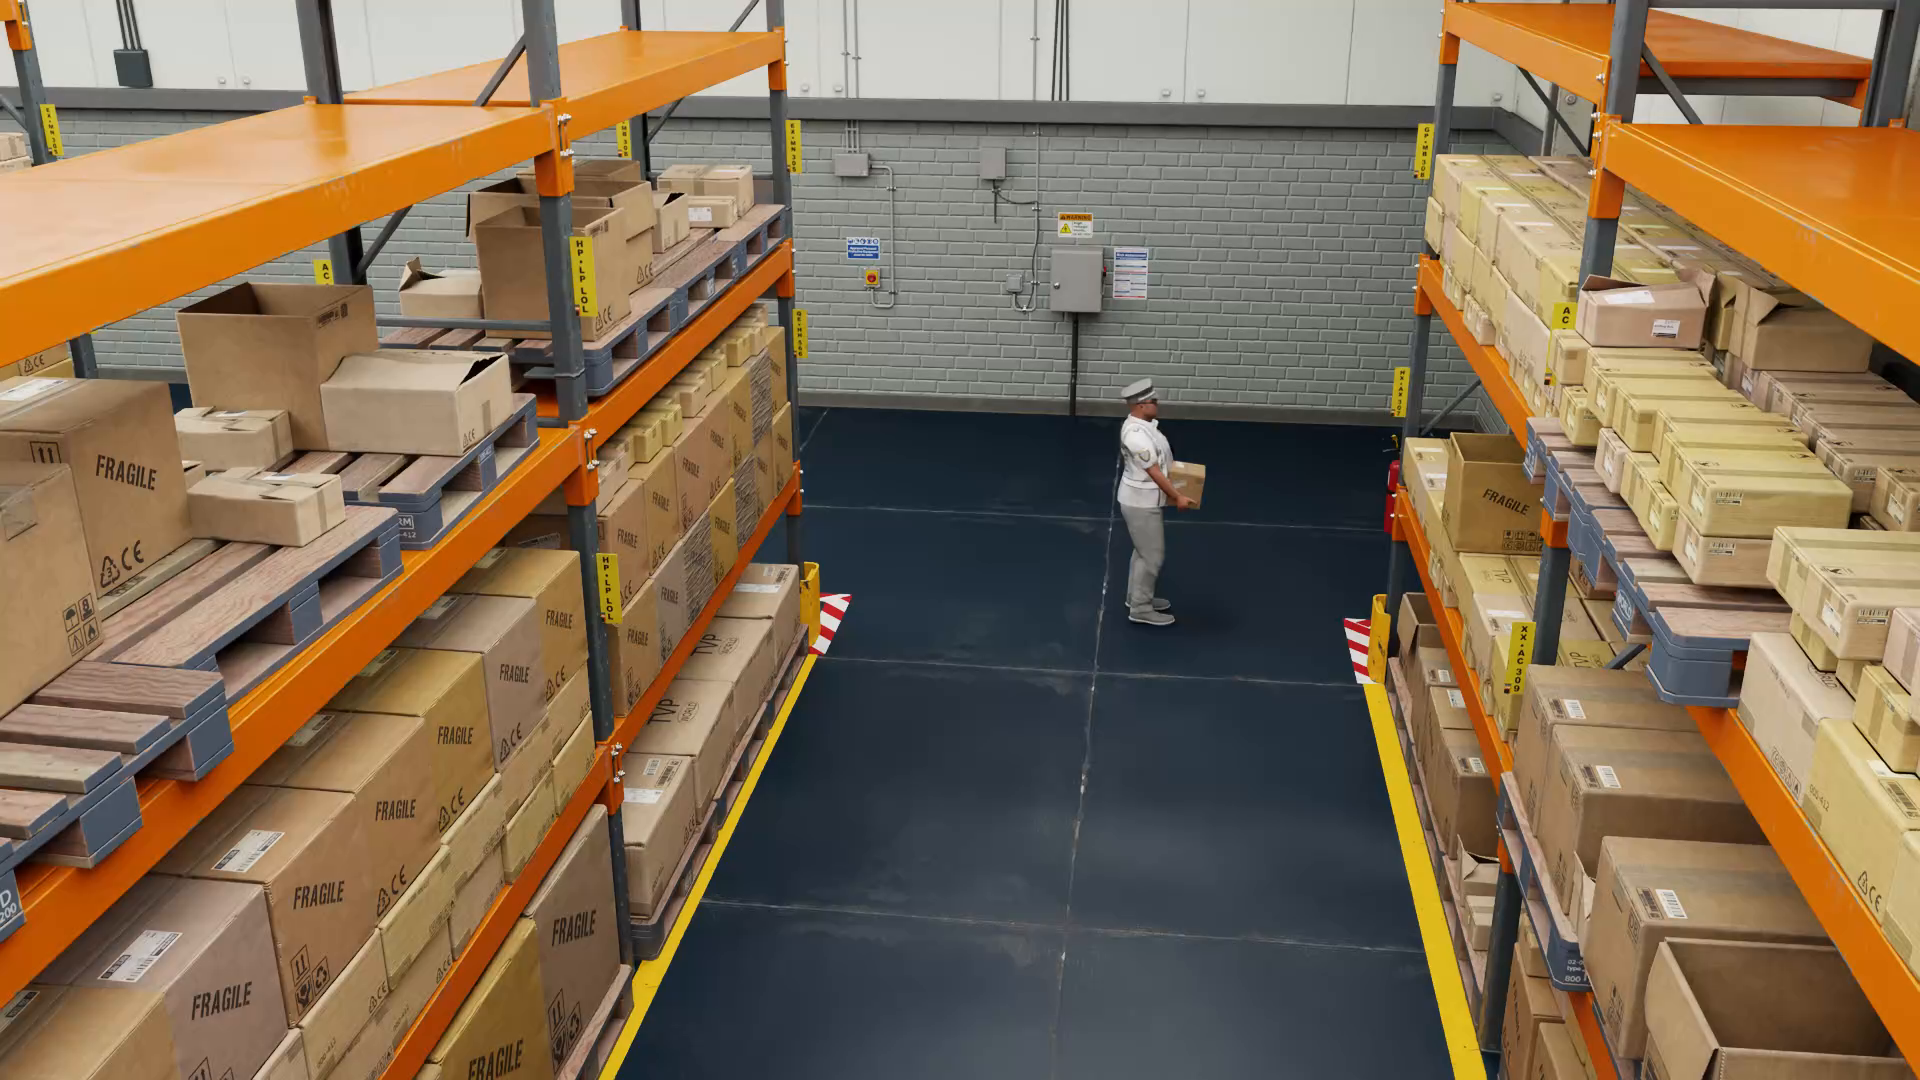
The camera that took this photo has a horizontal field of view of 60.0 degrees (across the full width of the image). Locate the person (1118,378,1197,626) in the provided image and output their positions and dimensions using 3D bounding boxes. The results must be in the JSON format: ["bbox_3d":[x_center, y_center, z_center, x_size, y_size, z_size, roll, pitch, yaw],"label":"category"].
[{"bbox_3d":[1.396,-0.281,11.782,0.567,1.766,0.494,3,21,7],"label":"person"}]
